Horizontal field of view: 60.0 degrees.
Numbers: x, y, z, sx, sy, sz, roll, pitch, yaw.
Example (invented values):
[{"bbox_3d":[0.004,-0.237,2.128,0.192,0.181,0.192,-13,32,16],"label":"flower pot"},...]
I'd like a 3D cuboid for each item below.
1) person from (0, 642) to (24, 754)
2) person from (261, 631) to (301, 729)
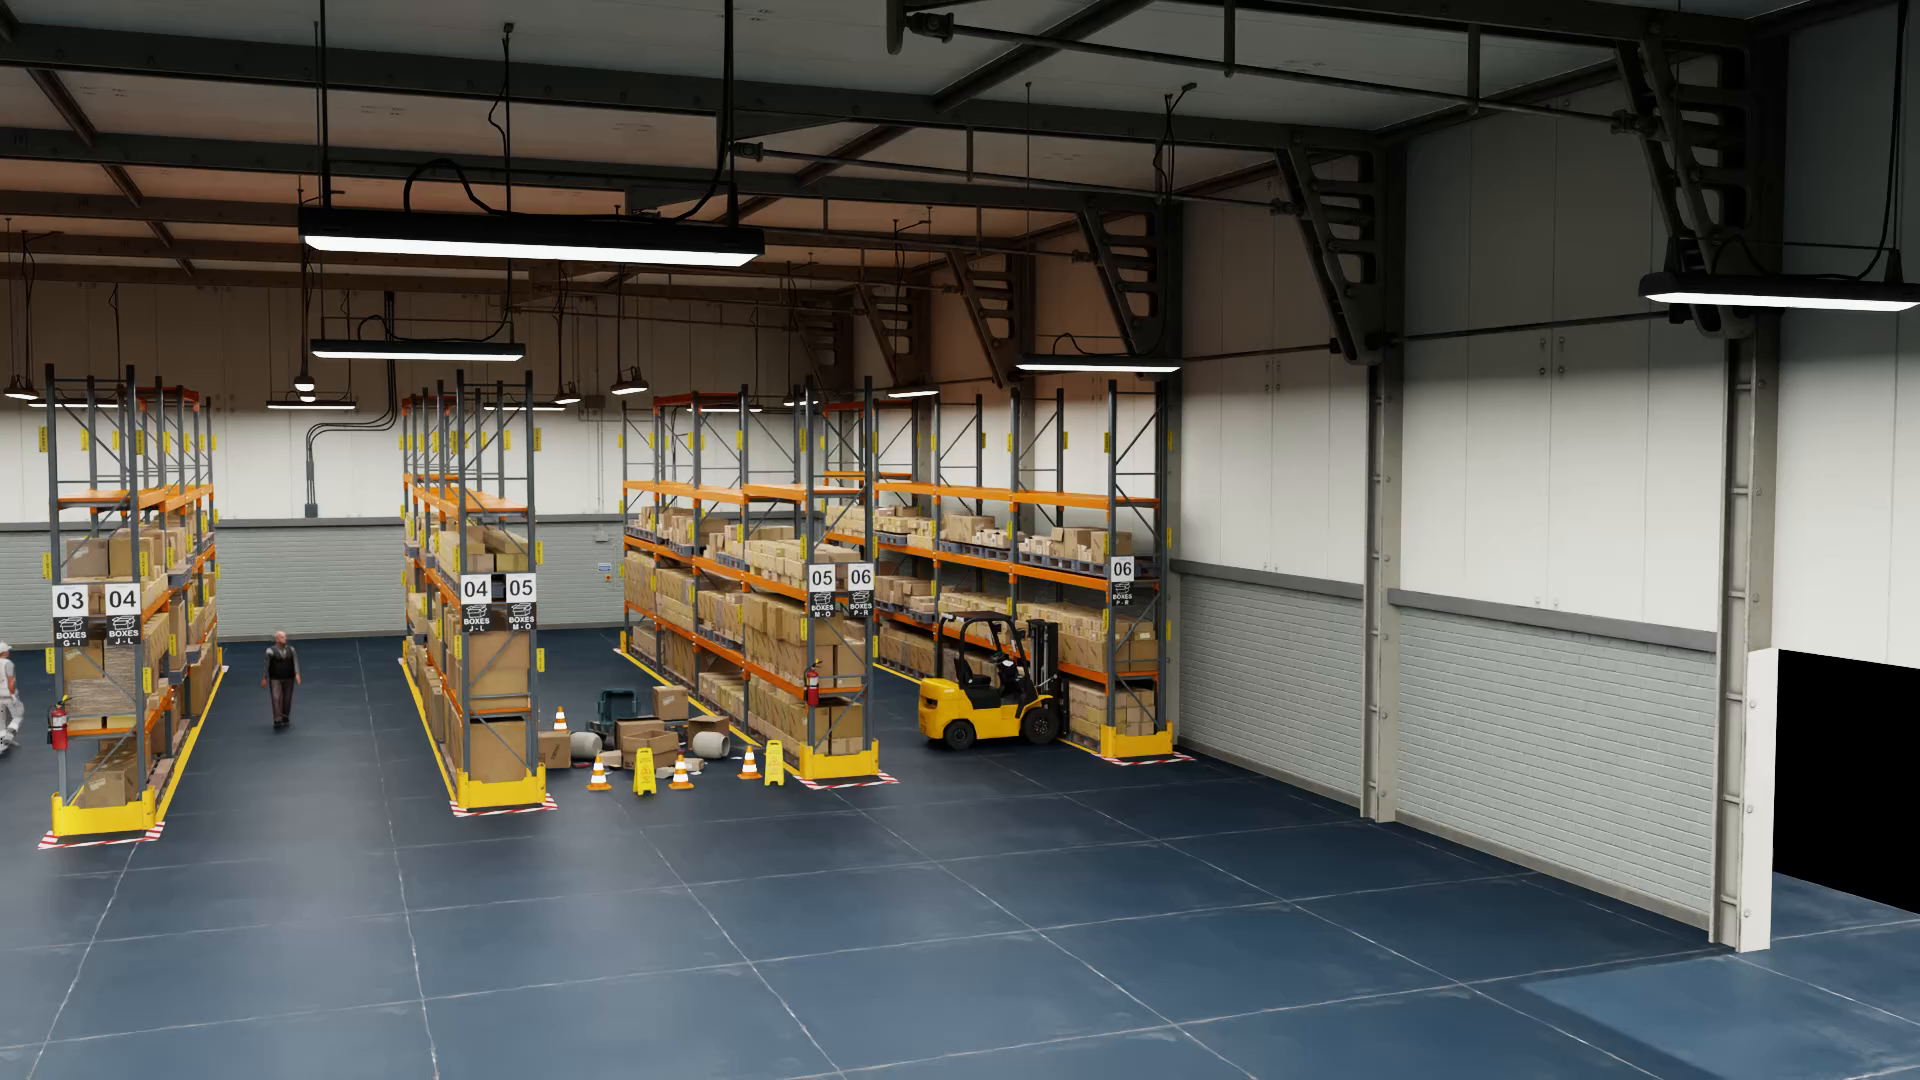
[{"bbox_3d":[-15.406,2.543,26.765,0.576,1.780,0.534,-1,3,-9],"label":"person"},{"bbox_3d":[-11.921,2.434,29.190,0.625,1.652,1.058,-2,4,-30],"label":"person"}]
